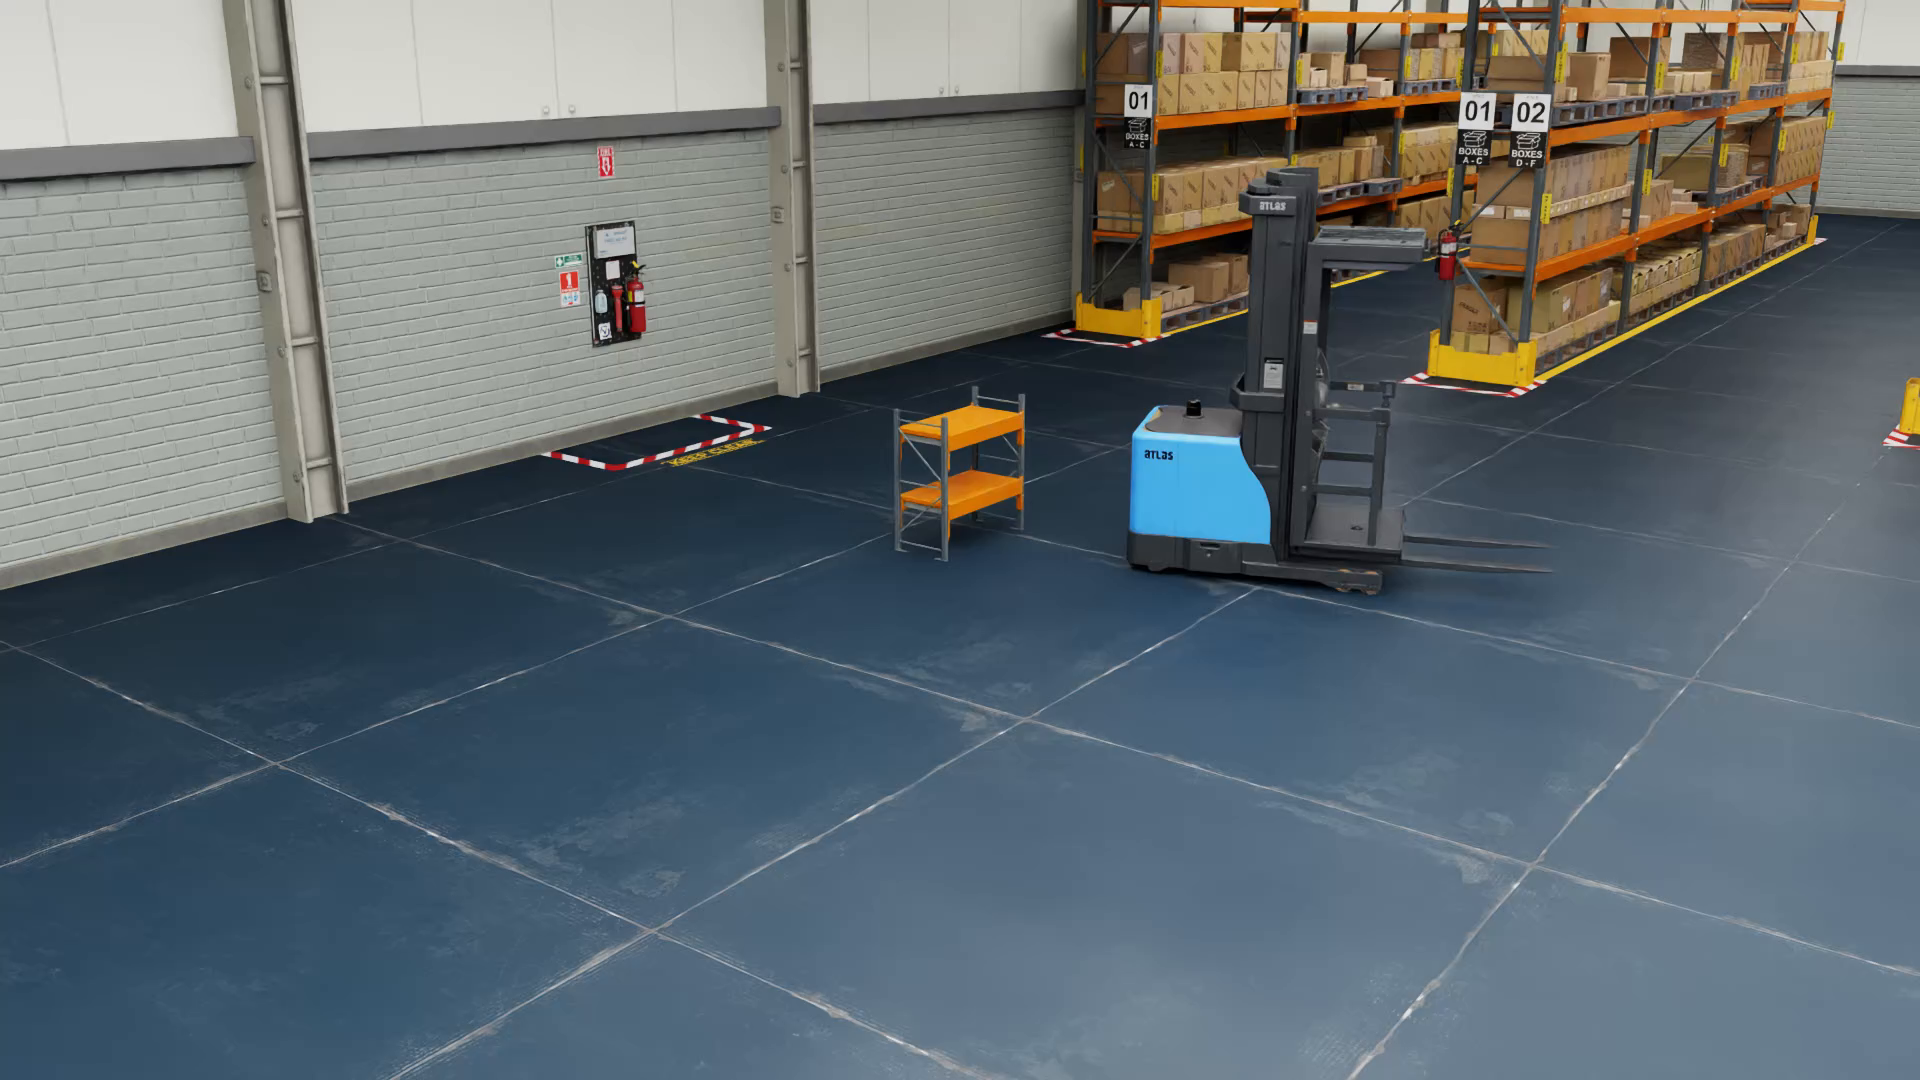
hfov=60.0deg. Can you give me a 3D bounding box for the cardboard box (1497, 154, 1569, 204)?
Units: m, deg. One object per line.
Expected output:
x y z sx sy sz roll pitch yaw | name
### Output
6.661 -4.223 19.429 0.700 0.500 0.500 12 21 33 | cardboard box

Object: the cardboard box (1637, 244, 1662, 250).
10.251 -4.296 25.002 0.500 0.311 0.500 13 22 37 | cardboard box

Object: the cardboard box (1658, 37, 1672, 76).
9.136 -6.460 22.210 0.500 0.500 0.500 15 23 40 | cardboard box

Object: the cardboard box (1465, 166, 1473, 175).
9.096 -6.735 30.264 0.380 0.149 0.250 13 21 36 | cardboard box

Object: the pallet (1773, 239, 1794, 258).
14.319 -5.289 29.921 1.003 0.211 1.213 12 21 35 | pallet

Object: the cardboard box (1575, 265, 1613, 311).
8.008 -3.240 21.283 0.500 0.500 0.500 12 21 35 | cardboard box

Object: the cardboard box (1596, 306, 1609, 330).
8.009 -2.882 21.393 0.500 0.250 0.500 12 21 35 | cardboard box

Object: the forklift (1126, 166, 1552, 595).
2.829 -1.182 12.108 3.031 2.935 1.130 5 18 15 | forklift

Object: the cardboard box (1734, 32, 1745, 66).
11.672 -7.517 25.479 0.500 0.500 0.500 12 21 35 | cardboard box

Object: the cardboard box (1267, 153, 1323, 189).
5.104 -5.640 25.437 0.700 0.500 0.500 15 23 40 | cardboard box

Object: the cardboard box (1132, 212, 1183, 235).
2.597 -4.180 21.867 0.500 0.250 0.500 12 21 33 | cardboard box

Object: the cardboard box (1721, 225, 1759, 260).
12.817 -4.898 27.431 0.500 0.500 0.500 13 21 35 | cardboard box

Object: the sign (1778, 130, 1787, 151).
13.630 -6.622 27.557 0.100 0.325 0.005 12 21 35 | sign

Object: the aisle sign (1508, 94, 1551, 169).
6.239 -4.480 18.228 0.394 0.787 0.004 12 21 35 | aisle sign

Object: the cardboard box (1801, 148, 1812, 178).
14.909 -6.770 29.817 0.500 0.500 0.500 13 21 35 | cardboard box

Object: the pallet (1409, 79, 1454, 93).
7.823 -7.860 28.756 1.003 0.211 1.213 14 22 37 | pallet

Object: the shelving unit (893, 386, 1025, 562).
0.004 -0.539 13.082 0.538 1.125 1.048 12 21 35 | shelving unit

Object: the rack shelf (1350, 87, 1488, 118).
8.010 -7.653 28.985 1.077 0.370 4.000 12 21 35 | rack shelf

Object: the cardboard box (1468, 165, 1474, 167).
9.129 -7.085 30.298 0.500 0.500 0.500 12 21 34 | cardboard box

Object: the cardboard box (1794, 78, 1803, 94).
13.972 -7.717 28.232 0.500 0.250 0.500 12 21 35 | cardboard box

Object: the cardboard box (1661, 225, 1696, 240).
11.198 -4.866 26.065 0.500 0.250 0.500 13 22 37 | cardboard box

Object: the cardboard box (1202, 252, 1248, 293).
3.849 -3.897 24.208 0.500 0.500 0.500 11 20 31 | cardboard box

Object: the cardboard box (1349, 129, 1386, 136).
6.880 -6.799 28.112 0.500 0.250 0.500 13 22 36 | cardboard box

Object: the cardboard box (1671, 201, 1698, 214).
10.485 -4.830 24.164 0.380 0.149 0.250 12 21 35 | cardboard box

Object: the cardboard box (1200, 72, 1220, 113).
3.107 -5.954 22.098 0.500 0.500 0.500 14 22 37 | cardboard box

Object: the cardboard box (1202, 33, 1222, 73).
3.112 -6.433 21.956 0.500 0.500 0.500 13 22 36 | cardboard box

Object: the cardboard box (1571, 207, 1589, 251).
7.241 -3.834 20.363 0.700 0.500 0.500 13 22 36 | cardboard box

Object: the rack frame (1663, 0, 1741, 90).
10.799 -8.078 24.084 1.000 3.000 0.127 12 21 35 | rack frame

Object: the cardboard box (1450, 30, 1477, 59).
9.431 -9.215 30.915 0.500 0.500 0.500 12 21 34 | cardboard box

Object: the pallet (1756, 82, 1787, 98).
12.737 -7.366 27.164 1.213 0.211 1.003 12 21 35 | pallet

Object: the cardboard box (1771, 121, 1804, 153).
14.303 -6.999 28.870 0.500 0.500 0.500 12 21 33 | cardboard box

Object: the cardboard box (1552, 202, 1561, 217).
6.744 -3.843 19.300 0.380 0.149 0.250 13 21 35 | cardboard box

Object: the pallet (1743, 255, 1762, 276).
12.728 -4.634 27.810 1.003 0.211 1.213 12 21 35 | pallet

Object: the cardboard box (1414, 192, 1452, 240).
8.392 -5.824 29.858 0.750 0.750 0.750 13 22 36 | cardboard box

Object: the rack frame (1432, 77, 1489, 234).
9.202 -7.040 30.858 1.000 3.000 0.127 12 21 35 | rack frame

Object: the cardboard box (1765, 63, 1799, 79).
13.672 -7.838 27.776 0.500 0.250 0.500 12 21 35 | cardboard box

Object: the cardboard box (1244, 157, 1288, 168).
4.402 -5.264 24.091 0.500 0.500 0.500 12 21 35 | cardboard box

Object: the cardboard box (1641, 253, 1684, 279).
10.077 -3.956 23.906 0.500 0.311 0.500 12 21 34 | cardboard box

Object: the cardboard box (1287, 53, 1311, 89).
4.825 -6.932 24.574 0.500 0.500 0.500 16 24 42 | cardboard box

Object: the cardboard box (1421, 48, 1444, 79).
7.960 -8.289 28.909 0.700 0.500 0.500 12 21 35 | cardboard box

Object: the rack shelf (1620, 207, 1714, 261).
9.607 -4.393 23.546 1.077 0.370 4.000 12 21 35 | rack shelf

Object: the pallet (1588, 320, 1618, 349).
7.908 -2.747 21.733 1.003 0.211 1.213 12 21 35 | pallet

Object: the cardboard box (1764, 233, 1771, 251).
13.606 -5.154 28.574 0.500 0.311 0.500 12 21 35 | cardboard box

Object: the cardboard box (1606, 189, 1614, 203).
7.967 -4.331 20.872 0.380 0.149 0.250 12 21 35 | cardboard box

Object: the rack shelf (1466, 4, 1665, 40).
7.224 -6.115 19.648 1.077 0.370 4.000 12 21 35 | rack shelf

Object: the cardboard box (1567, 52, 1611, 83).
7.904 -5.935 21.127 0.500 0.500 0.500 15 22 39 | cardboard box

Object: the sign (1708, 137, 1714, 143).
12.742 -6.674 28.216 0.100 0.325 0.005 12 21 35 | sign

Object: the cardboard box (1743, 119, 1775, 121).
14.180 -7.220 29.580 0.500 0.500 0.500 12 21 34 | cardboard box

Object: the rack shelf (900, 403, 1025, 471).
0.004 -0.818 12.995 0.538 0.278 1.000 12 21 35 | rack shelf

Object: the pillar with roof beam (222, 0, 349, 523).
-1.919 -3.748 10.140 9.100 9.000 0.400 12 21 35 | pillar with roof beam

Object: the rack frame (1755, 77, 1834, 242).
15.566 -7.119 31.110 1.000 3.000 0.127 12 21 35 | rack frame

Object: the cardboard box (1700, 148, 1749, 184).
12.179 -5.983 26.574 0.700 0.500 0.500 7 19 21 | cardboard box

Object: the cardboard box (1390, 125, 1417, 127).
7.803 -7.165 29.290 0.500 0.250 0.500 12 21 33 | cardboard box

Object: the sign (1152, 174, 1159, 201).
2.488 -4.500 21.217 0.100 0.325 0.005 12 21 35 | sign

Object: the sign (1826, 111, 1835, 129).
15.999 -7.720 30.560 0.100 0.325 0.005 12 21 35 | sign
